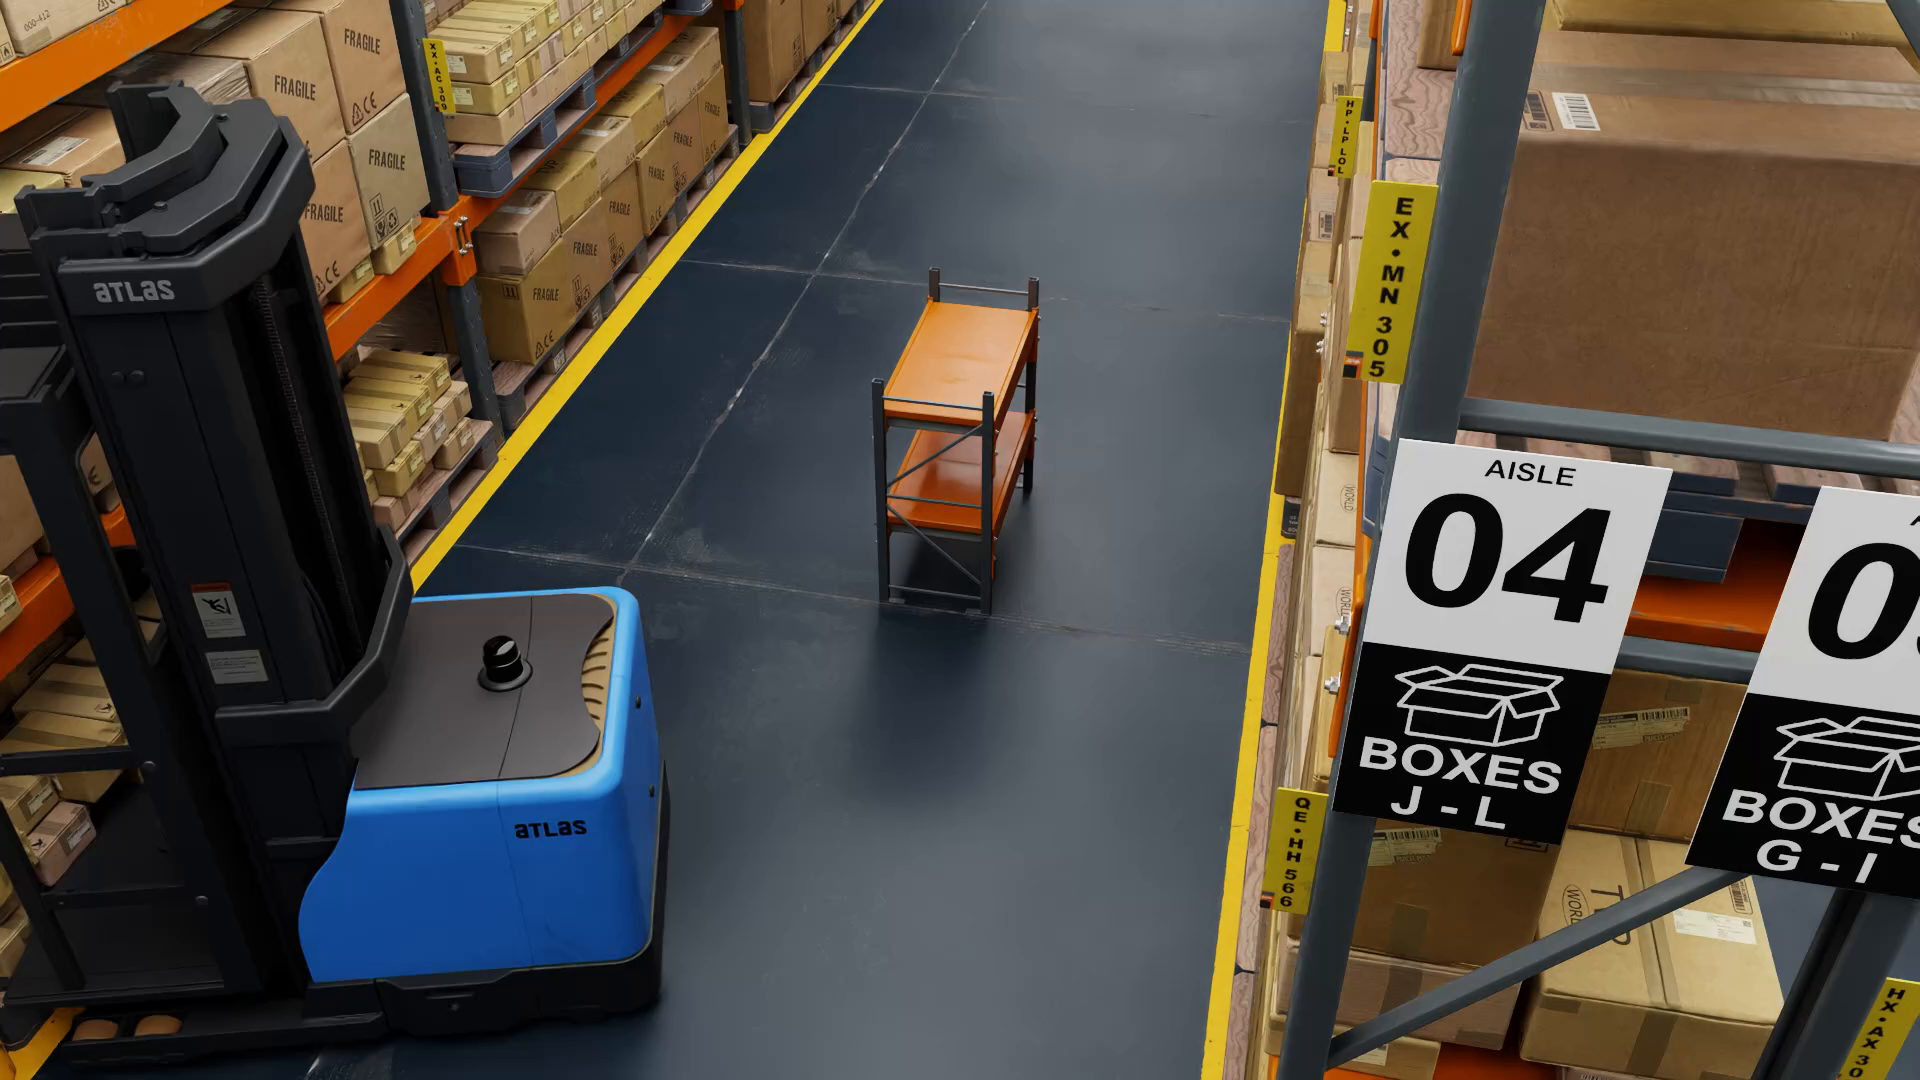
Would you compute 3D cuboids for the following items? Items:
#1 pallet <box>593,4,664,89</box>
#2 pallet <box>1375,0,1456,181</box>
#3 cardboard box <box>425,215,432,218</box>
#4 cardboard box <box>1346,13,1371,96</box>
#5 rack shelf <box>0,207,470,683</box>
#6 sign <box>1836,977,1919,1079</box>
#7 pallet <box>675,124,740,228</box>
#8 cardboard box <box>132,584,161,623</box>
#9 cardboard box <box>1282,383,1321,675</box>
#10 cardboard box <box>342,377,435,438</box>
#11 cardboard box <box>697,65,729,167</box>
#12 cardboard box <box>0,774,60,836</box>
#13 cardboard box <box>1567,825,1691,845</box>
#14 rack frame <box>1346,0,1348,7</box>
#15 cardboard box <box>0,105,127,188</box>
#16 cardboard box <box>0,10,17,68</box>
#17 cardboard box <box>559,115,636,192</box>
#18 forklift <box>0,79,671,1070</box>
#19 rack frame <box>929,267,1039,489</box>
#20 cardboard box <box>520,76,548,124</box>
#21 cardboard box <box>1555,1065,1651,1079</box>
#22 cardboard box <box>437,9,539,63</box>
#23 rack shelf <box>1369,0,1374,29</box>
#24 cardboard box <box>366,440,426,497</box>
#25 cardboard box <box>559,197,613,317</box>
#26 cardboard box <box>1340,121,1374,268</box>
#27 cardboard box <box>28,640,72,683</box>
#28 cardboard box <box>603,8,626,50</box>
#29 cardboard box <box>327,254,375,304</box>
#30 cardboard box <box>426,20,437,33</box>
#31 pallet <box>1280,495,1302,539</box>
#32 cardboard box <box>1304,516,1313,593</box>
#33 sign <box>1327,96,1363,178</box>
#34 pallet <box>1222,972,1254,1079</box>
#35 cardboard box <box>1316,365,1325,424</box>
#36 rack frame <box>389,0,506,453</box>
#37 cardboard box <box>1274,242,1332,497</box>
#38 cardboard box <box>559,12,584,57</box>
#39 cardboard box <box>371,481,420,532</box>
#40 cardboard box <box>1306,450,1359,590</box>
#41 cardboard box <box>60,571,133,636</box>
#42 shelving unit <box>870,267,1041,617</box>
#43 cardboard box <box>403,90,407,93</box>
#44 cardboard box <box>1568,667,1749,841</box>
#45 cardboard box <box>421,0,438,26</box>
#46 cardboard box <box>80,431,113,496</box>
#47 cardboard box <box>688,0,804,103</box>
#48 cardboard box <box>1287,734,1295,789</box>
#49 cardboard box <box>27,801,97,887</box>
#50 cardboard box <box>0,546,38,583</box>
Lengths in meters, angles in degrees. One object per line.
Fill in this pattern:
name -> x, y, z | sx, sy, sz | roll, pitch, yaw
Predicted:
pallet -> -2.331, -2.809, 9.233 | 1.003, 0.211, 1.213 | 7, 37, 10
pallet -> 1.574, -1.067, 4.186 | 1.003, 0.211, 1.213 | 7, 37, 10
cardboard box -> -2.891, -1.654, 8.609 | 0.500, 0.250, 0.500 | 6, 36, 9
cardboard box -> 2.183, -2.266, 8.236 | 0.500, 0.500, 0.500 | 7, 37, 10
rack shelf -> -3.230, -0.296, 6.215 | 1.077, 0.370, 4.000 | 7, 37, 10
sign -> 1.708, 0.930, 3.106 | 0.100, 0.325, 0.005 | 7, 37, 10
pallet -> -2.117, -2.450, 10.950 | 1.003, 0.211, 1.213 | 7, 37, 10
cardboard box -> -2.951, 0.288, 6.361 | 0.380, 0.149, 0.250 | 8, 37, 11
cardboard box -> 1.802, 0.005, 6.640 | 0.875, 0.875, 0.875 | 7, 37, 10
cardboard box -> -2.640, -0.602, 7.589 | 0.380, 0.149, 0.250 | 8, 37, 11
cardboard box -> -1.833, -2.774, 10.794 | 0.500, 0.500, 0.500 | 7, 37, 10
cardboard box -> -3.272, 0.872, 5.555 | 0.380, 0.149, 0.250 | 8, 37, 11
cardboard box -> 1.638, 0.640, 4.186 | 0.500, 0.250, 0.500 | 7, 37, 9
rack frame -> 3.730, -5.640, 12.976 | 1.000, 3.000, 0.127 | 7, 37, 10
cardboard box -> -2.962, -1.108, 5.532 | 0.500, 0.500, 0.500 | 6, 36, 8
cardboard box -> -3.097, -1.418, 4.722 | 0.500, 0.250, 0.500 | 6, 36, 8
cardboard box -> -2.162, -2.183, 9.339 | 0.500, 0.250, 0.500 | 9, 37, 12
forklift -> -2.553, 0.199, 4.978 | 3.031, 2.935, 1.130 | -3, 36, -5
rack frame -> 0.107, -0.743, 7.817 | 0.500, 1.125, 0.032 | 7, 37, 10
cardboard box -> -2.216, -2.130, 7.989 | 0.380, 0.149, 0.250 | 8, 37, 11
cardboard box -> 1.565, 1.179, 3.781 | 0.380, 0.149, 0.250 | 8, 37, 10
cardboard box -> -2.216, -2.371, 7.815 | 0.380, 0.149, 0.250 | 8, 37, 11
rack shelf -> 2.448, -3.124, 7.561 | 1.077, 0.370, 4.000 | 7, 37, 10
cardboard box -> -2.645, -0.337, 7.476 | 0.380, 0.149, 0.250 | 6, 36, 8
cardboard box -> -2.274, -1.585, 9.153 | 0.500, 0.500, 0.500 | 9, 37, 12
cardboard box -> 1.669, -1.175, 6.050 | 0.500, 0.500, 0.500 | 7, 37, 10
cardboard box -> -3.616, 0.489, 6.338 | 0.380, 0.149, 0.250 | 8, 37, 11
cardboard box -> -1.996, -2.719, 8.802 | 0.380, 0.149, 0.250 | 7, 36, 9
cardboard box -> -2.699, -1.132, 6.969 | 0.380, 0.149, 0.250 | 9, 37, 12
cardboard box -> -2.800, -2.468, 8.202 | 0.380, 0.149, 0.250 | 9, 37, 12
pallet -> 2.112, -0.376, 8.090 | 1.003, 0.211, 1.213 | 7, 37, 10
cardboard box -> 1.302, 0.070, 5.312 | 0.380, 0.149, 0.250 | 6, 36, 9
sign -> 1.489, -1.553, 6.417 | 0.100, 0.325, 0.005 | 7, 37, 10
pallet -> 1.261, 1.900, 4.948 | 1.003, 0.211, 1.213 | 7, 37, 10
cardboard box -> 1.521, -0.522, 6.129 | 0.380, 0.149, 0.250 | 8, 37, 11
rack frame -> -2.803, -1.733, 7.586 | 1.000, 3.000, 0.127 | 7, 37, 10
cardboard box -> 2.138, -0.733, 7.658 | 1.225, 0.875, 0.875 | 7, 37, 10
cardboard box -> -2.106, -2.536, 8.296 | 0.380, 0.149, 0.250 | 6, 36, 8
cardboard box -> -2.684, -0.184, 7.519 | 0.380, 0.149, 0.250 | 6, 36, 8
cardboard box -> 1.336, -0.013, 5.086 | 0.500, 0.250, 0.500 | 7, 37, 10
cardboard box -> -3.466, 0.228, 6.444 | 0.380, 0.149, 0.250 | 6, 36, 8
shelving unit -> -0.001, -0.452, 7.415 | 0.538, 1.125, 1.048 | 7, 37, 10
cardboard box -> -2.857, -2.203, 8.090 | 0.380, 0.149, 0.250 | 8, 37, 10
cardboard box -> 1.640, 0.348, 3.949 | 0.500, 0.500, 0.500 | 6, 36, 9
cardboard box -> -2.794, -2.599, 8.130 | 0.380, 0.149, 0.250 | 6, 36, 8
cardboard box -> -3.085, -0.413, 5.425 | 0.500, 0.500, 0.500 | 8, 37, 11
cardboard box -> -1.730, -3.624, 11.753 | 1.050, 0.750, 0.750 | 7, 36, 9
cardboard box -> 1.084, 0.659, 4.499 | 0.380, 0.149, 0.250 | 8, 37, 11
cardboard box -> -3.181, 1.006, 5.625 | 0.380, 0.149, 0.250 | 7, 37, 10
cardboard box -> -3.222, 0.052, 5.336 | 0.380, 0.149, 0.250 | 9, 37, 12
